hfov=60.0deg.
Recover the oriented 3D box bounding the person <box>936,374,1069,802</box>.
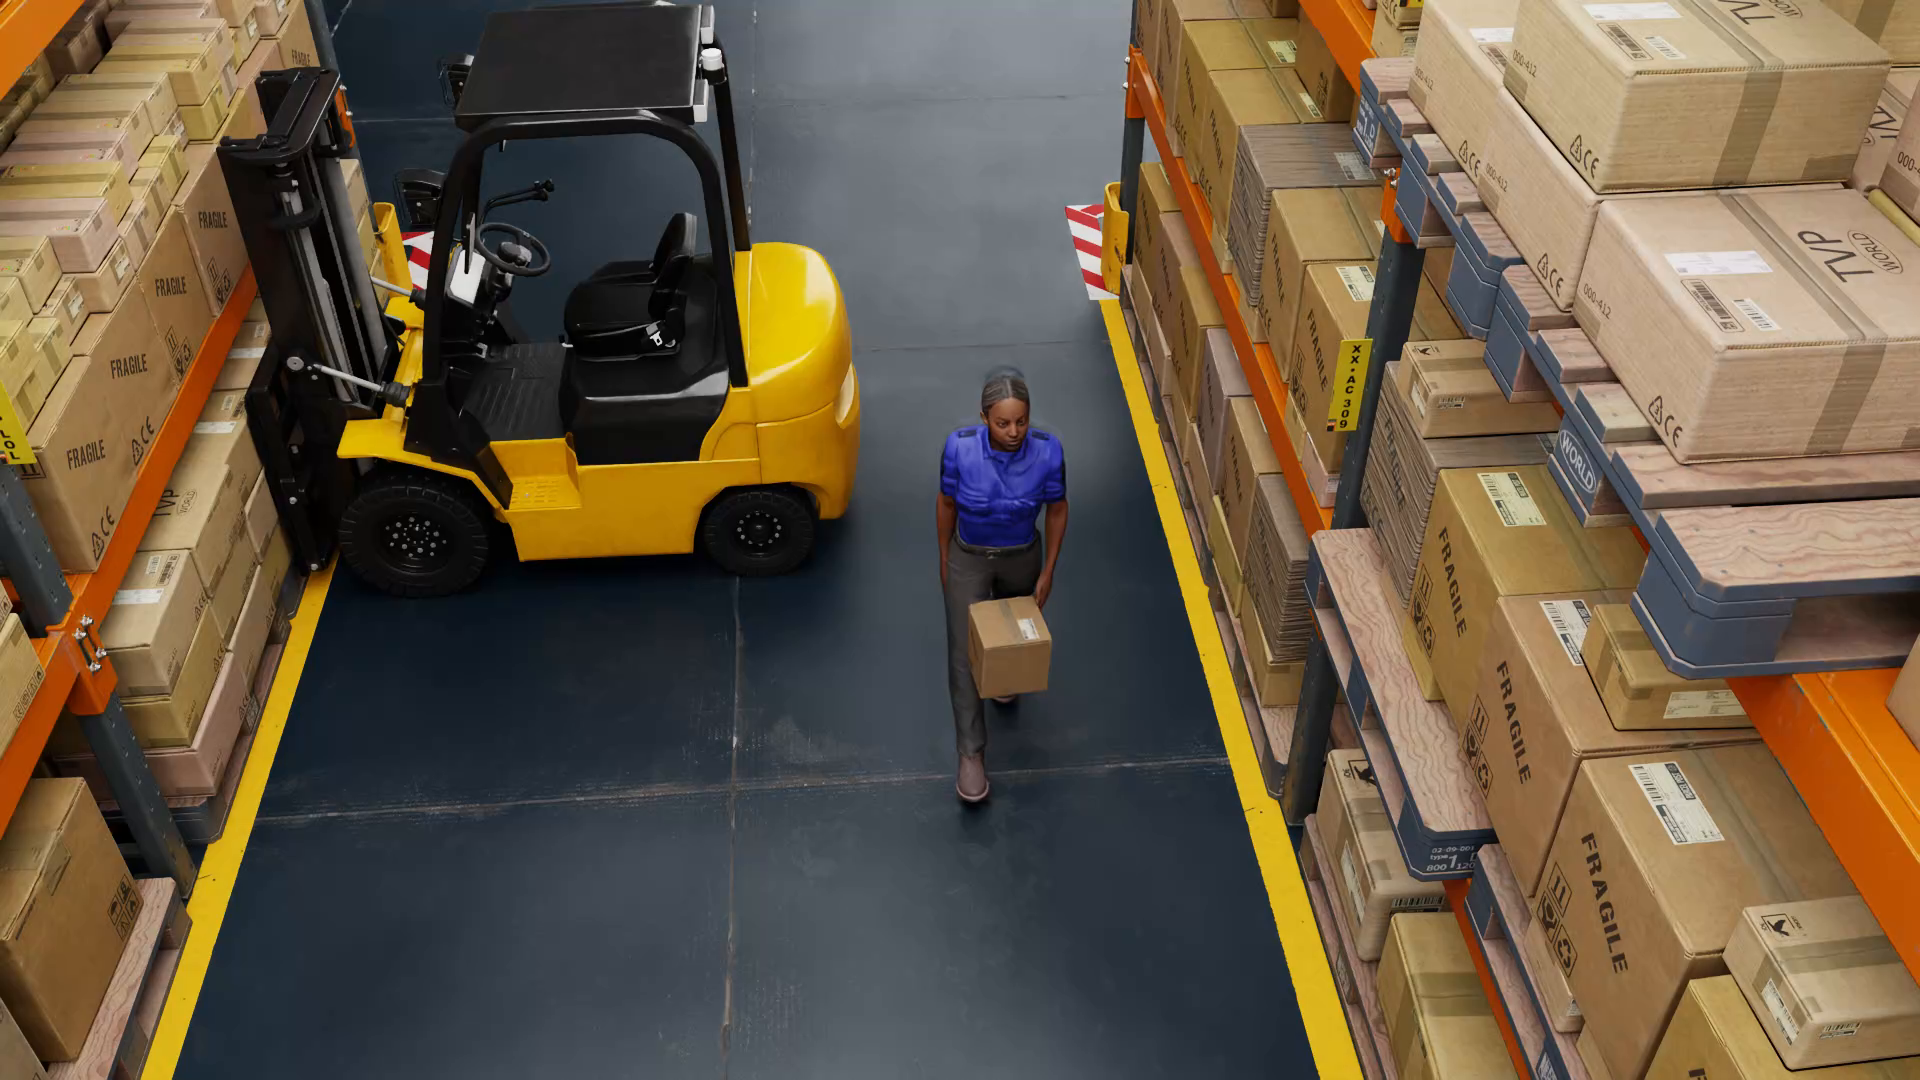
[{"bbox_3d":[0.161,0.120,6.010,0.470,1.626,0.852,-4,40,-5],"label":"person"}]
